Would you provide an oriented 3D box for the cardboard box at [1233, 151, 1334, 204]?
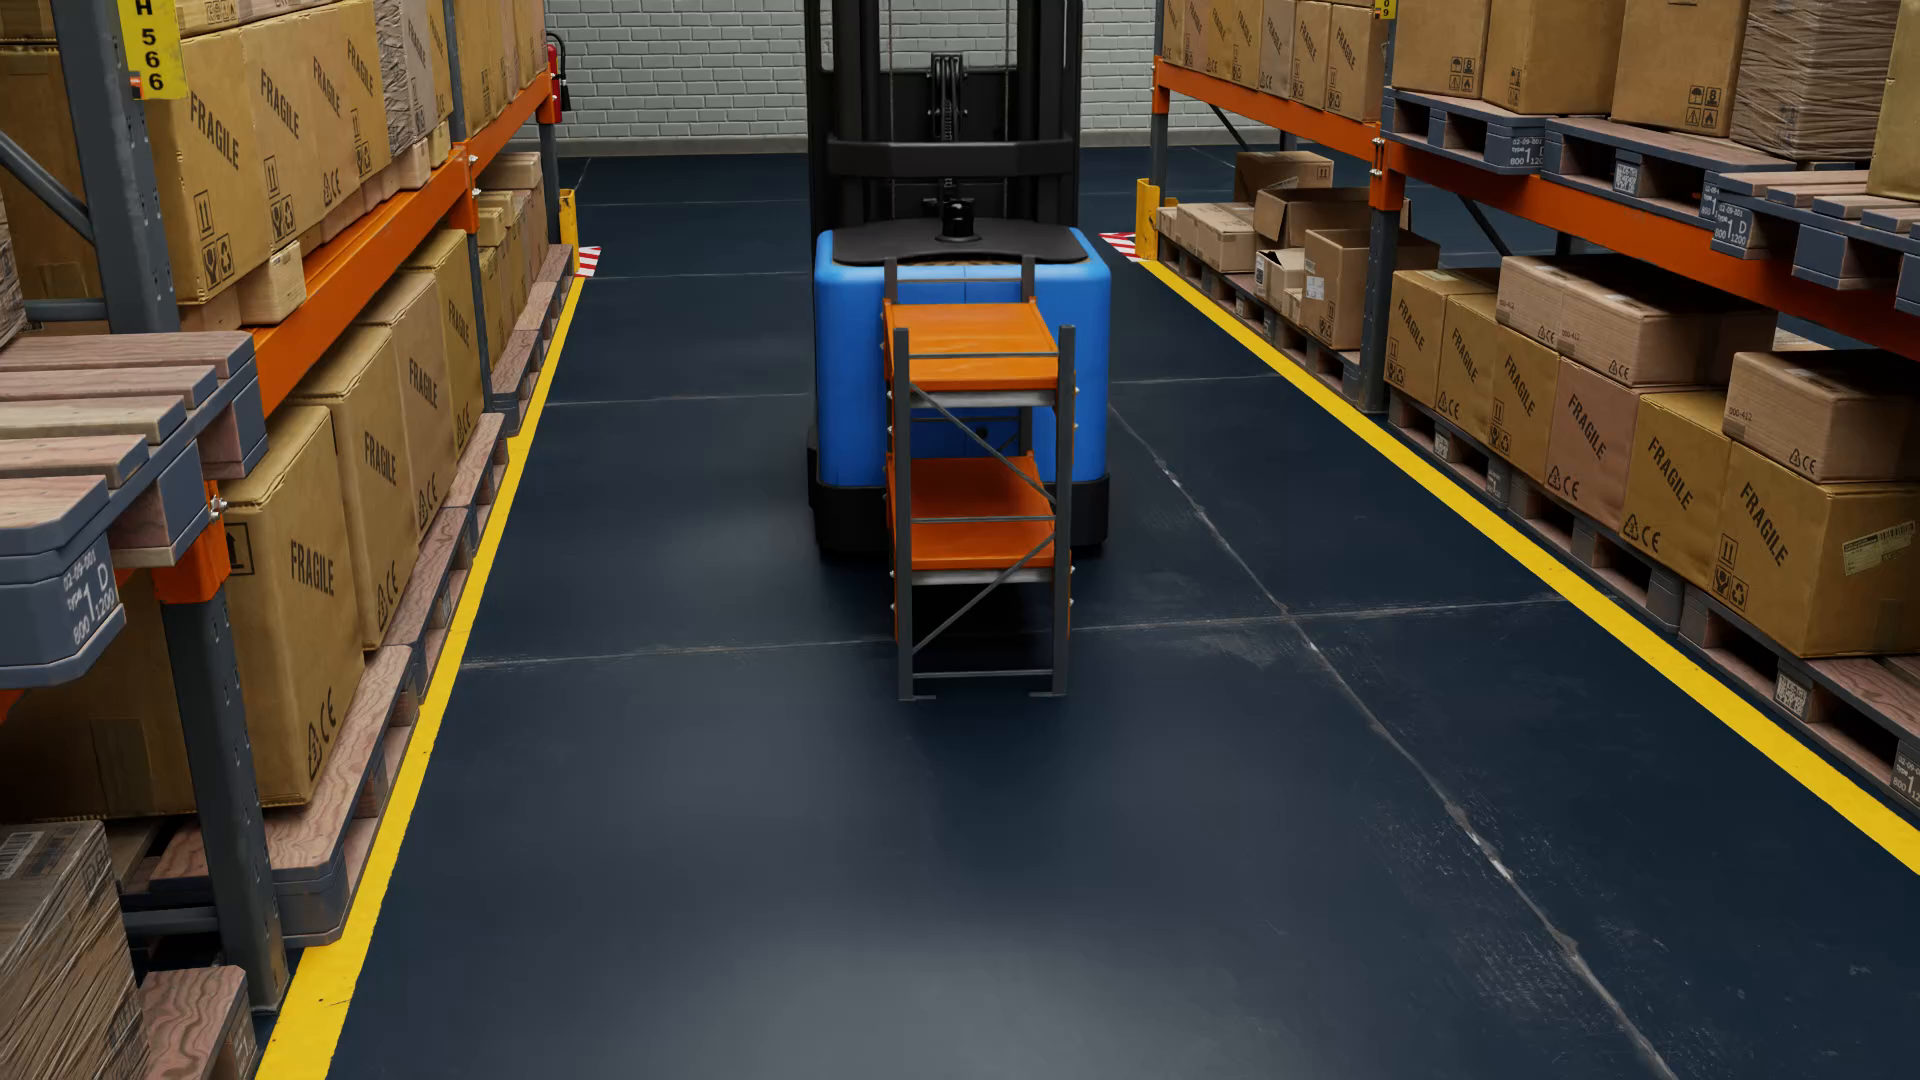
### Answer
[{"bbox_3d":[2.121,-2.275,10.965,0.500,0.500,0.500,-3,21,-8],"label":"cardboard box"}]

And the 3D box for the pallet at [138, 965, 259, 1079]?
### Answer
[{"bbox_3d":[-1.838,1.182,2.751,1.003,0.211,1.213,-3,21,-8],"label":"pallet"}]

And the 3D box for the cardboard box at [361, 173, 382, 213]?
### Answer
[{"bbox_3d":[-2.058,-1.127,5.277,0.380,0.149,0.250,-3,21,-9],"label":"cardboard box"}]

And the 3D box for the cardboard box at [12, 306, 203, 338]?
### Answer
[{"bbox_3d":[-1.768,-0.413,3.364,0.380,0.149,0.250,-3,21,-9],"label":"cardboard box"}]

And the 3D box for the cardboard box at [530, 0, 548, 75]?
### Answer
[{"bbox_3d":[-3.019,-3.130,9.879,0.980,0.700,0.700,-2,21,-5],"label":"cardboard box"}]

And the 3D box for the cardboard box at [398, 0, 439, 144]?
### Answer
[{"bbox_3d":[-2.127,-1.652,5.757,0.500,0.500,0.500,-3,21,-7],"label":"cardboard box"}]

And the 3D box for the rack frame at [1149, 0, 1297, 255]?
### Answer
[{"bbox_3d":[1.799,-3.416,11.076,1.000,3.000,0.127,-3,21,-8],"label":"rack frame"}]

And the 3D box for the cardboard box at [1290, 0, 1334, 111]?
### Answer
[{"bbox_3d":[1.974,-2.417,8.257,0.500,0.500,0.500,-2,21,-6],"label":"cardboard box"}]

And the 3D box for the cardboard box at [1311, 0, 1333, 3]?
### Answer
[{"bbox_3d":[1.970,-2.886,8.084,0.500,0.500,0.500,-3,21,-9],"label":"cardboard box"}]

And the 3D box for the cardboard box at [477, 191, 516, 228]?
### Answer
[{"bbox_3d":[-2.477,-1.682,8.479,0.380,0.149,0.250,-4,21,-9],"label":"cardboard box"}]

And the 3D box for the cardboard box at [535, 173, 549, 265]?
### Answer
[{"bbox_3d":[-2.903,-1.953,10.132,0.700,0.500,0.500,-3,21,-8],"label":"cardboard box"}]

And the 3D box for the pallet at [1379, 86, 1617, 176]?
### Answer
[{"bbox_3d":[2.382,-1.659,6.646,1.003,0.211,1.213,-3,21,-8],"label":"pallet"}]

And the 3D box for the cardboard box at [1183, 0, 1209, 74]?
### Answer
[{"bbox_3d":[1.681,-3.118,10.134,0.500,0.500,0.500,-3,21,-8],"label":"cardboard box"}]

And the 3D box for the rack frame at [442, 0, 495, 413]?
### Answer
[{"bbox_3d":[-2.526,-1.780,6.695,1.000,3.000,0.127,-3,21,-8],"label":"rack frame"}]

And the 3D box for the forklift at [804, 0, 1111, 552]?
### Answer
[{"bbox_3d":[-0.082,-1.802,6.852,1.130,2.935,3.031,-1,21,-4],"label":"forklift"}]

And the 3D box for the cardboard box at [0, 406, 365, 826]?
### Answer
[{"bbox_3d":[-1.926,0.154,3.989,0.750,0.750,0.750,-3,21,-8],"label":"cardboard box"}]

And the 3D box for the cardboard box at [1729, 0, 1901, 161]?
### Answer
[{"bbox_3d":[2.807,-1.429,5.011,0.700,0.500,0.500,1,20,2],"label":"cardboard box"}]

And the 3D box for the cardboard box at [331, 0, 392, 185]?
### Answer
[{"bbox_3d":[-1.986,-1.305,4.828,0.500,0.500,0.500,-2,21,-6],"label":"cardboard box"}]

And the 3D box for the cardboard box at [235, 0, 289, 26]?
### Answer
[{"bbox_3d":[-1.838,-1.298,3.737,0.500,0.250,0.500,-3,21,-9],"label":"cardboard box"}]

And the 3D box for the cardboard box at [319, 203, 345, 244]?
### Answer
[{"bbox_3d":[-2.000,-0.943,4.785,0.380,0.149,0.250,-3,21,-7],"label":"cardboard box"}]

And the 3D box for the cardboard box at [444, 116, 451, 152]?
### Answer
[{"bbox_3d":[-2.197,-1.569,6.461,0.380,0.149,0.250,-3,21,-7],"label":"cardboard box"}]

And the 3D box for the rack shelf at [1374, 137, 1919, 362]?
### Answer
[{"bbox_3d":[2.664,-1.002,5.640,1.077,0.370,4.000,-3,21,-8],"label":"rack shelf"}]

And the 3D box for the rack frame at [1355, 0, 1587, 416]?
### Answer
[{"bbox_3d":[2.375,-2.031,7.368,1.000,3.000,0.127,-3,21,-8],"label":"rack frame"}]

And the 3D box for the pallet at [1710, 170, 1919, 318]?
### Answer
[{"bbox_3d":[2.785,-0.788,4.312,1.213,0.211,1.003,-3,21,-8],"label":"pallet"}]

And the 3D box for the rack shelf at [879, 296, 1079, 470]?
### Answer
[{"bbox_3d":[0.033,-0.508,5.133,0.538,0.278,1.000,-1,21,-4],"label":"rack shelf"}]

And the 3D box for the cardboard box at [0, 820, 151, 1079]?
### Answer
[{"bbox_3d":[-1.794,0.816,2.687,0.700,0.500,0.500,-3,21,-7],"label":"cardboard box"}]

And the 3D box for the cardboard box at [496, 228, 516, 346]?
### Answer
[{"bbox_3d":[-2.602,-1.244,8.232,0.700,0.500,0.500,-3,21,-8],"label":"cardboard box"}]

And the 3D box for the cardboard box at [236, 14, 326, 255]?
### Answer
[{"bbox_3d":[-1.833,-0.954,3.886,0.500,0.500,0.500,-2,21,-6],"label":"cardboard box"}]

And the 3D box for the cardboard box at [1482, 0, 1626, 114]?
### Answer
[{"bbox_3d":[2.384,-1.865,6.178,0.700,0.500,0.500,0,20,1],"label":"cardboard box"}]

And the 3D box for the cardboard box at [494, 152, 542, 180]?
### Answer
[{"bbox_3d":[-2.704,-2.222,9.924,0.380,0.149,0.250,-3,21,-8],"label":"cardboard box"}]

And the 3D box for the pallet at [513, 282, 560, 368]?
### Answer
[{"bbox_3d":[-2.737,-1.164,9.032,1.003,0.211,1.213,-3,21,-8],"label":"pallet"}]

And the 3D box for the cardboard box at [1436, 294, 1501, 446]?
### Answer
[{"bbox_3d":[2.292,-0.703,6.754,0.500,0.500,0.500,-3,21,-7],"label":"cardboard box"}]

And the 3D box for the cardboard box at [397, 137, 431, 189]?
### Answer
[{"bbox_3d":[-2.048,-1.302,5.747,0.380,0.149,0.250,-3,21,-8],"label":"cardboard box"}]

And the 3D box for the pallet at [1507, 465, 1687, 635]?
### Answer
[{"bbox_3d":[2.709,-0.022,5.973,1.003,0.211,1.213,-3,21,-8],"label":"pallet"}]

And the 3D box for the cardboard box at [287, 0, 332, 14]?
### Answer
[{"bbox_3d":[-1.914,-1.471,4.200,0.500,0.250,0.500,-3,21,-7],"label":"cardboard box"}]

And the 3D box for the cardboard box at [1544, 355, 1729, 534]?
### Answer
[{"bbox_3d":[2.429,-0.354,5.821,0.500,0.500,0.500,-4,21,-10],"label":"cardboard box"}]

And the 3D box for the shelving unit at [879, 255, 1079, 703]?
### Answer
[{"bbox_3d":[0.033,-0.234,5.235,0.538,1.125,1.048,-1,21,-4],"label":"shelving unit"}]

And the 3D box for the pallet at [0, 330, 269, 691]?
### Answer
[{"bbox_3d":[-1.741,-0.064,2.375,1.213,0.211,1.003,-3,21,-8],"label":"pallet"}]

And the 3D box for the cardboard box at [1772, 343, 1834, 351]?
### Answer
[{"bbox_3d":[2.940,-0.389,5.914,0.500,0.500,0.500,-4,21,-10],"label":"cardboard box"}]

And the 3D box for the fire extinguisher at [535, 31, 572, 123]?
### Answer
[{"bbox_3d":[-2.668,-3.030,10.684,0.296,0.674,0.183,-3,21,-8],"label":"fire extinguisher"}]

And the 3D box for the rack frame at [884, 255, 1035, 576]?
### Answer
[{"bbox_3d":[-0.001,-0.412,5.711,0.500,1.125,0.032,-1,21,-4],"label":"rack frame"}]

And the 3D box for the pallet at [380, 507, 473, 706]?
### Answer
[{"bbox_3d":[-2.161,0.213,5.345,1.003,0.211,1.213,-3,21,-8],"label":"pallet"}]

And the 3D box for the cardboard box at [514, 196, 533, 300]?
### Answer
[{"bbox_3d":[-2.758,-1.606,9.202,0.700,0.500,0.500,-4,21,-10],"label":"cardboard box"}]

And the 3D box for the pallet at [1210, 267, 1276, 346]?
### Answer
[{"bbox_3d":[2.098,-1.386,9.626,1.003,0.211,1.213,-3,21,-8],"label":"pallet"}]

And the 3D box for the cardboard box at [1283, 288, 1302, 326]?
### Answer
[{"bbox_3d":[1.899,-1.212,8.619,0.380,0.149,0.250,-3,21,-8],"label":"cardboard box"}]

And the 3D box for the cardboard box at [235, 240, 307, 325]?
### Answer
[{"bbox_3d":[-1.750,-0.597,3.857,0.380,0.149,0.250,-2,21,-6],"label":"cardboard box"}]

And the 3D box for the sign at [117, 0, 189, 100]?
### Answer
[{"bbox_3d":[-1.414,-0.931,2.881,0.100,0.325,0.005,-3,21,-8],"label":"sign"}]

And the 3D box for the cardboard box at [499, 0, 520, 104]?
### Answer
[{"bbox_3d":[-2.803,-2.614,8.498,0.980,0.700,0.700,-4,21,-10],"label":"cardboard box"}]

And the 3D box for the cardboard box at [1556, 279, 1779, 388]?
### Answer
[{"bbox_3d":[2.421,-0.718,5.724,0.500,0.250,0.500,-3,21,-9],"label":"cardboard box"}]

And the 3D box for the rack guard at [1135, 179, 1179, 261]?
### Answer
[{"bbox_3d":[1.810,-2.219,11.443,1.175,0.500,0.348,-3,21,-8],"label":"rack guard"}]

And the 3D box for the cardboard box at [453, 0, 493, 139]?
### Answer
[{"bbox_3d":[-2.588,-2.109,7.148,0.980,0.700,0.700,-3,21,-7],"label":"cardboard box"}]

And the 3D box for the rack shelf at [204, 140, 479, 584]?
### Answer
[{"bbox_3d":[-2.238,-0.751,4.967,1.077,0.370,4.000,-3,21,-8],"label":"rack shelf"}]

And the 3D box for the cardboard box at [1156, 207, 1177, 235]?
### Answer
[{"bbox_3d":[1.519,-2.124,11.063,0.380,0.149,0.250,-3,21,-8],"label":"cardboard box"}]

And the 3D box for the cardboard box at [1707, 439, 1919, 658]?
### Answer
[{"bbox_3d":[2.585,0.007,4.855,0.500,0.500,0.500,-2,21,-6],"label":"cardboard box"}]

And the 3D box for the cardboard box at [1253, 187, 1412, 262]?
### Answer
[{"bbox_3d":[2.099,-1.718,9.468,0.797,0.503,0.637,-3,21,-8],"label":"cardboard box"}]

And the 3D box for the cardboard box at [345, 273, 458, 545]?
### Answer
[{"bbox_3d":[-2.173,-0.444,5.589,0.750,0.750,0.750,-2,21,-6],"label":"cardboard box"}]

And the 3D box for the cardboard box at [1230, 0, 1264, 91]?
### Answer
[{"bbox_3d":[1.821,-2.771,9.204,0.500,0.500,0.500,-3,21,-7],"label":"cardboard box"}]

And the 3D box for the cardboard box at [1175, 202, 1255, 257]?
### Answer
[{"bbox_3d":[1.668,-1.959,10.474,0.500,0.250,0.500,-3,21,-8],"label":"cardboard box"}]
